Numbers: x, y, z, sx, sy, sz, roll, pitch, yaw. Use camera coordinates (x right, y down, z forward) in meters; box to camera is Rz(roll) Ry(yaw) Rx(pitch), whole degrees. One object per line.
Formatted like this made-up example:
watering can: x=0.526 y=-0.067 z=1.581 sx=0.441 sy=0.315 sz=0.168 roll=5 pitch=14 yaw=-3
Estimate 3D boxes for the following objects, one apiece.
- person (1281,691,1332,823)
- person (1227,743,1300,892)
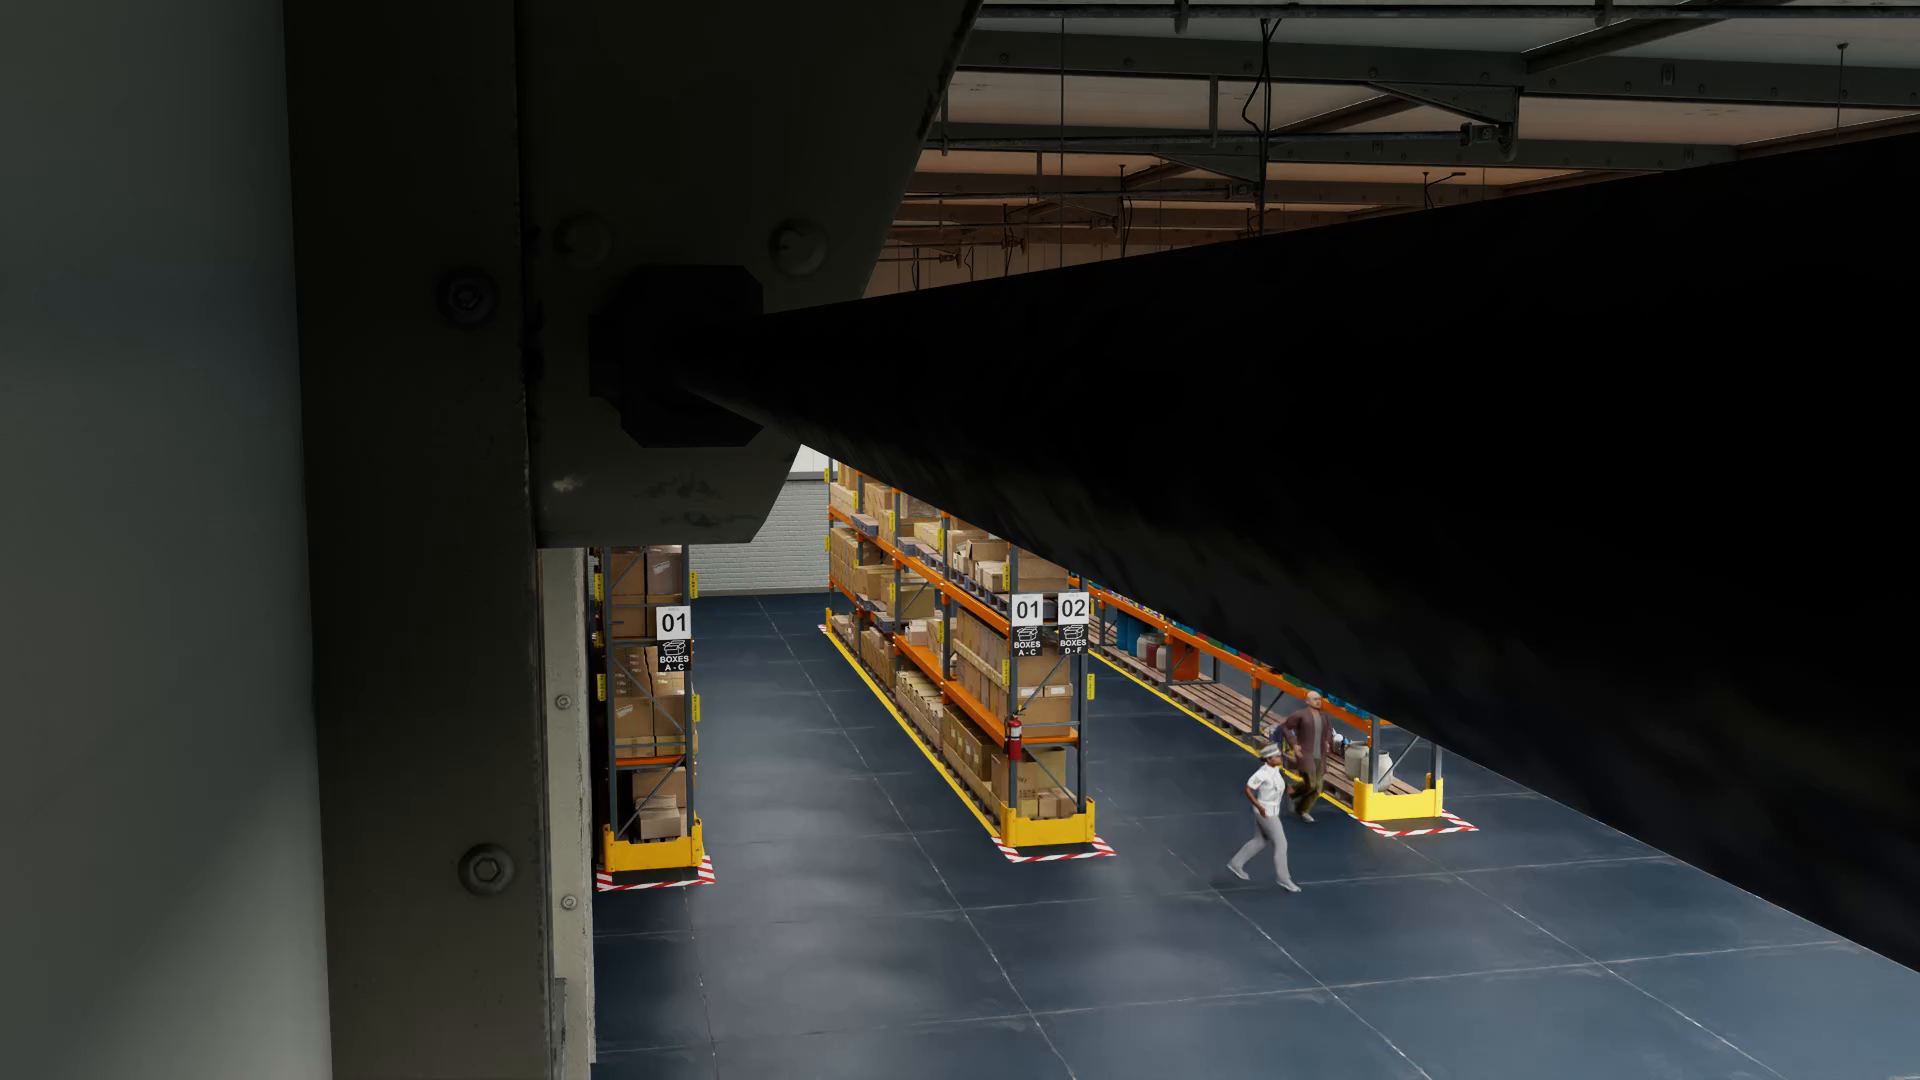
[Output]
person: x=4.662 y=2.869 z=22.071 sx=0.692 sy=1.735 sz=0.605 roll=-3 pitch=7 yaw=-25
person: x=3.551 y=3.202 z=19.368 sx=0.859 sy=1.729 sz=0.560 roll=2 pitch=7 yaw=15
